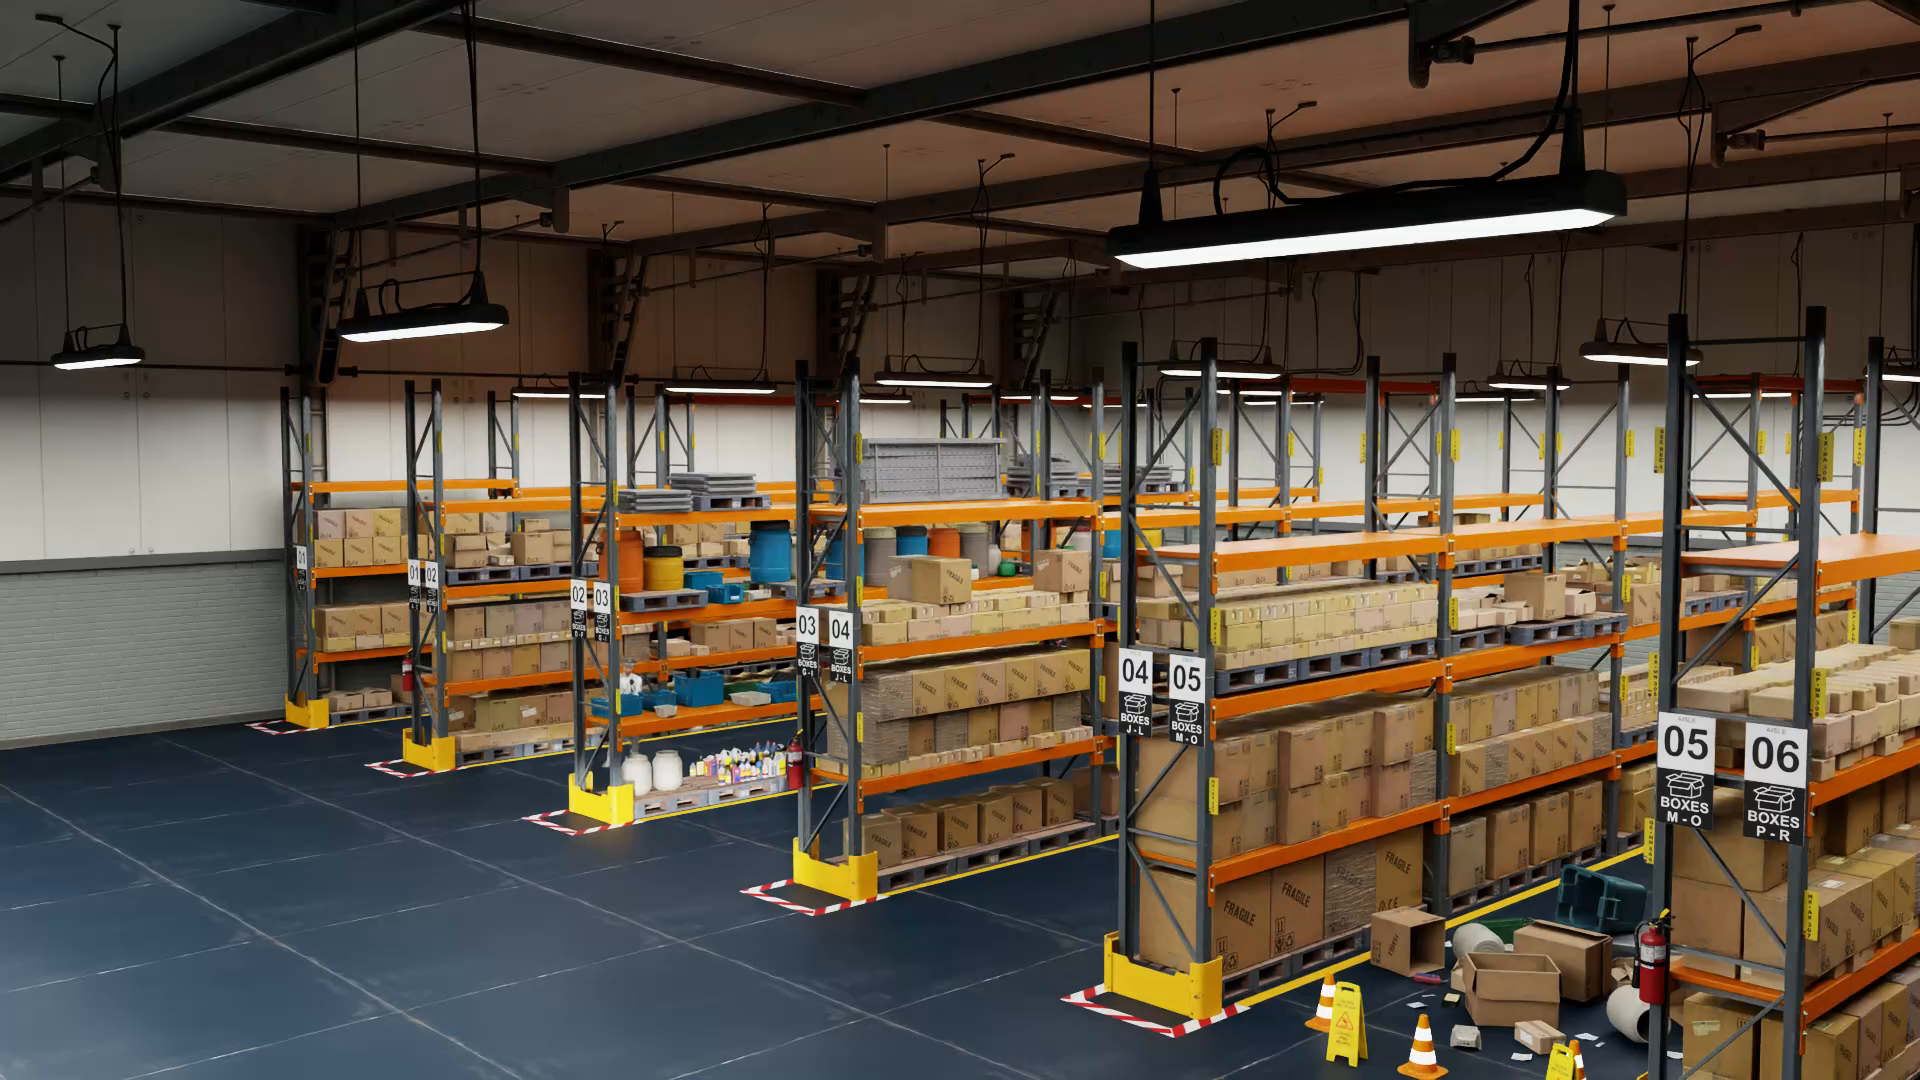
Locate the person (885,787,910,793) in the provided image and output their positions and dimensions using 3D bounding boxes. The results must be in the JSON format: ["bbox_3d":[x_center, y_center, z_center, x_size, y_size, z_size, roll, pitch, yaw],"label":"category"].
[{"bbox_3d":[-0.929,2.780,24.051,0.583,1.874,0.590,3,5,41],"label":"person"}]

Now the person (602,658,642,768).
[{"bbox_3d":[-5.253,2.672,26.031,0.570,1.656,0.787,0,4,2],"label":"person"}]
